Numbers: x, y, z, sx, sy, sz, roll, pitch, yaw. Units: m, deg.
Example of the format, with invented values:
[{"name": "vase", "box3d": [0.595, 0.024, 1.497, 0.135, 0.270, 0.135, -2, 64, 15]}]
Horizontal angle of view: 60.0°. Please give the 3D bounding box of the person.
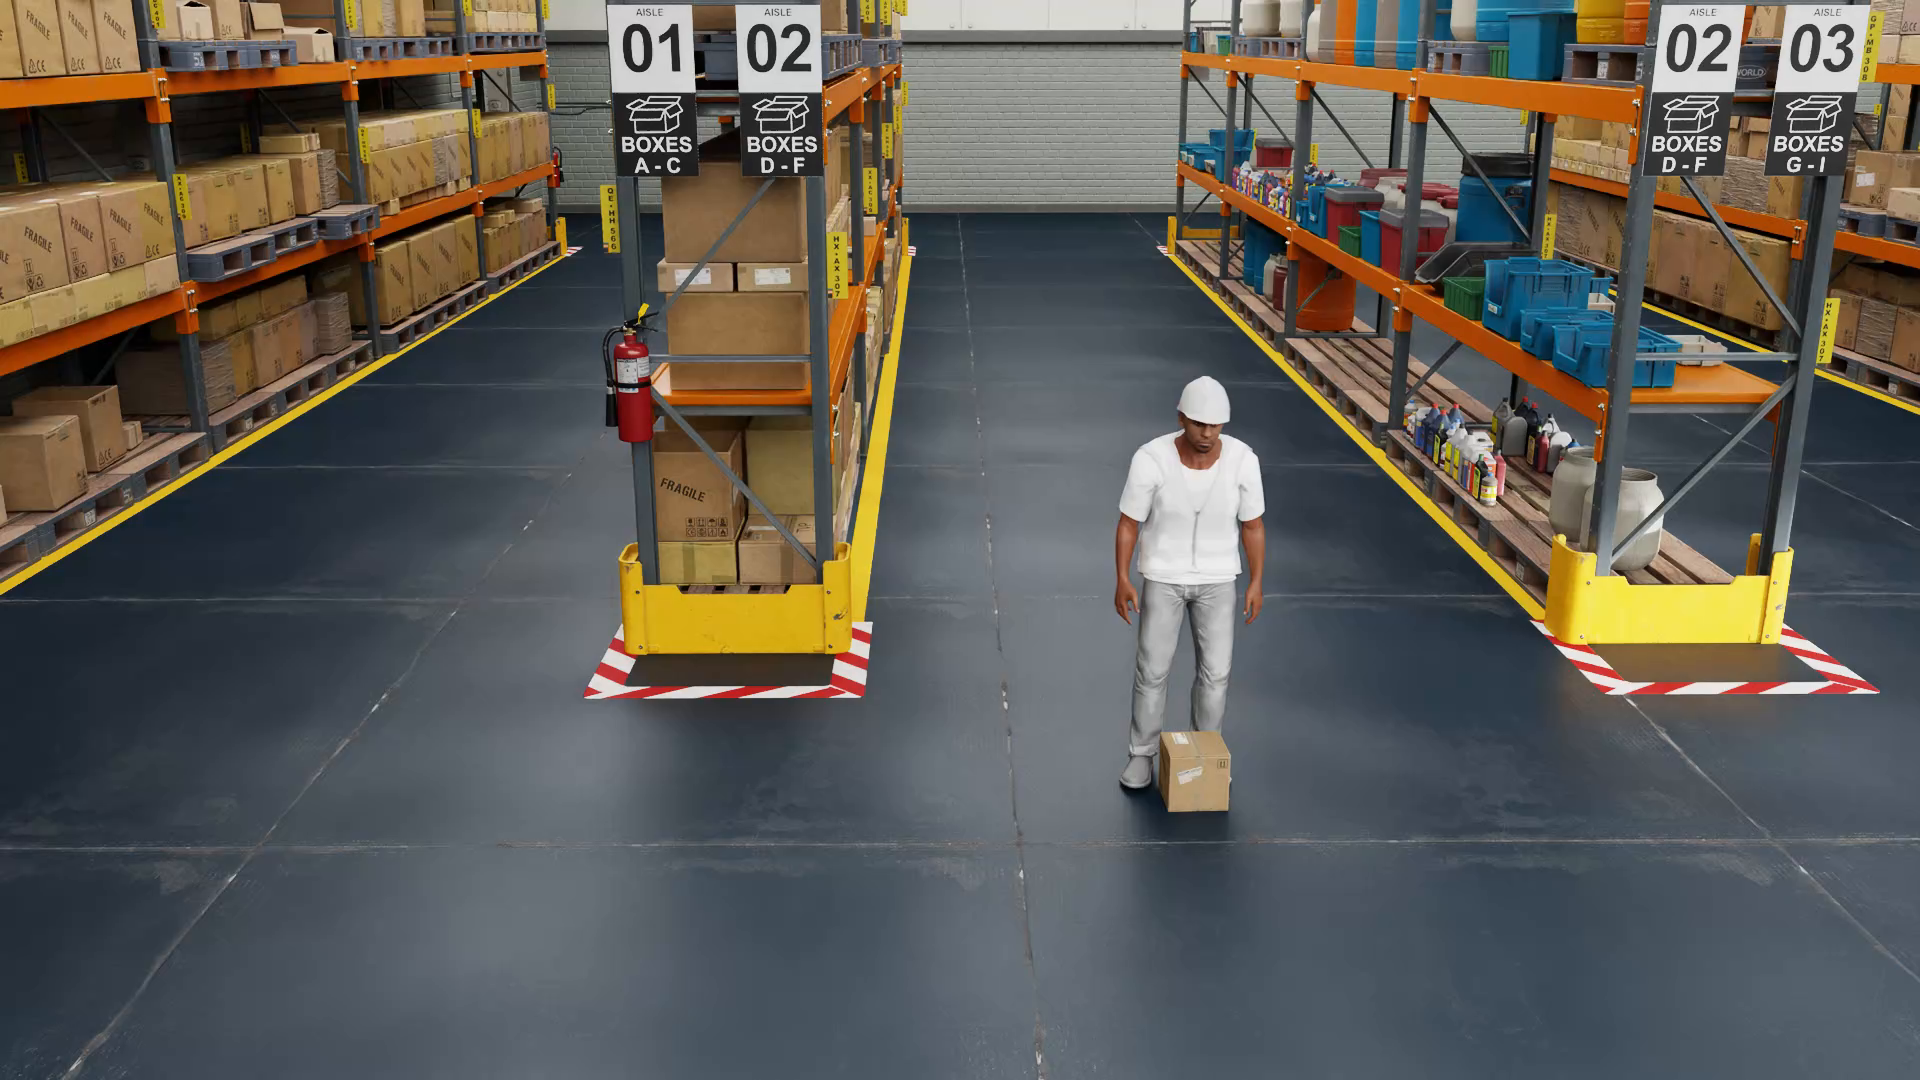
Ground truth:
[{"name": "person", "box3d": [0.956, 0.177, 6.934, 0.628, 1.761, 0.456, 0, 17, 0]}]
